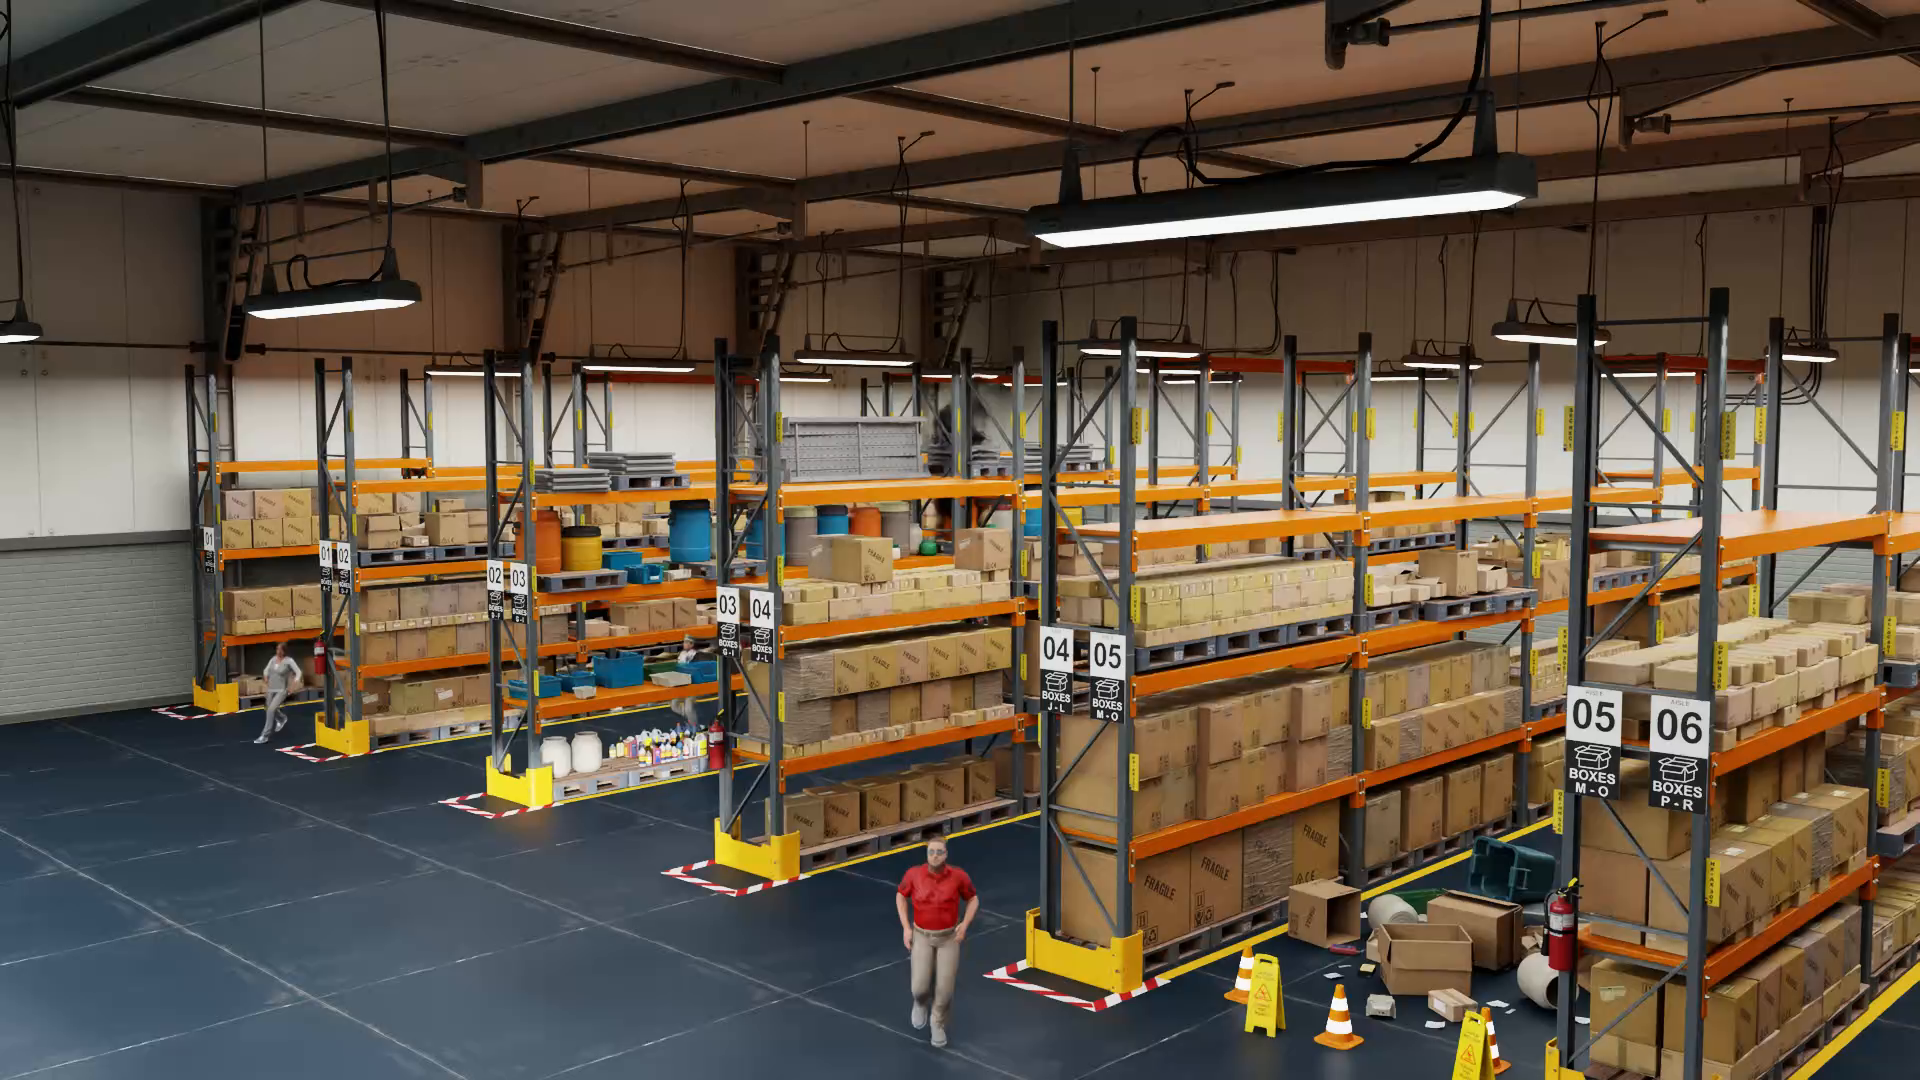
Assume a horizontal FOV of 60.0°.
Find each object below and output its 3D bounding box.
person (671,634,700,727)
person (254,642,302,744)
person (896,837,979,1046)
[{"bbox_3d":[-4.368,2.309,26.471,0.612,1.650,0.551,3,6,38],"label":"person"},{"bbox_3d":[-10.695,2.390,26.149,0.601,1.533,0.830,1,4,12],"label":"person"},{"bbox_3d":[-0.184,3.314,13.669,0.678,1.627,0.597,0,4,-2],"label":"person"}]
